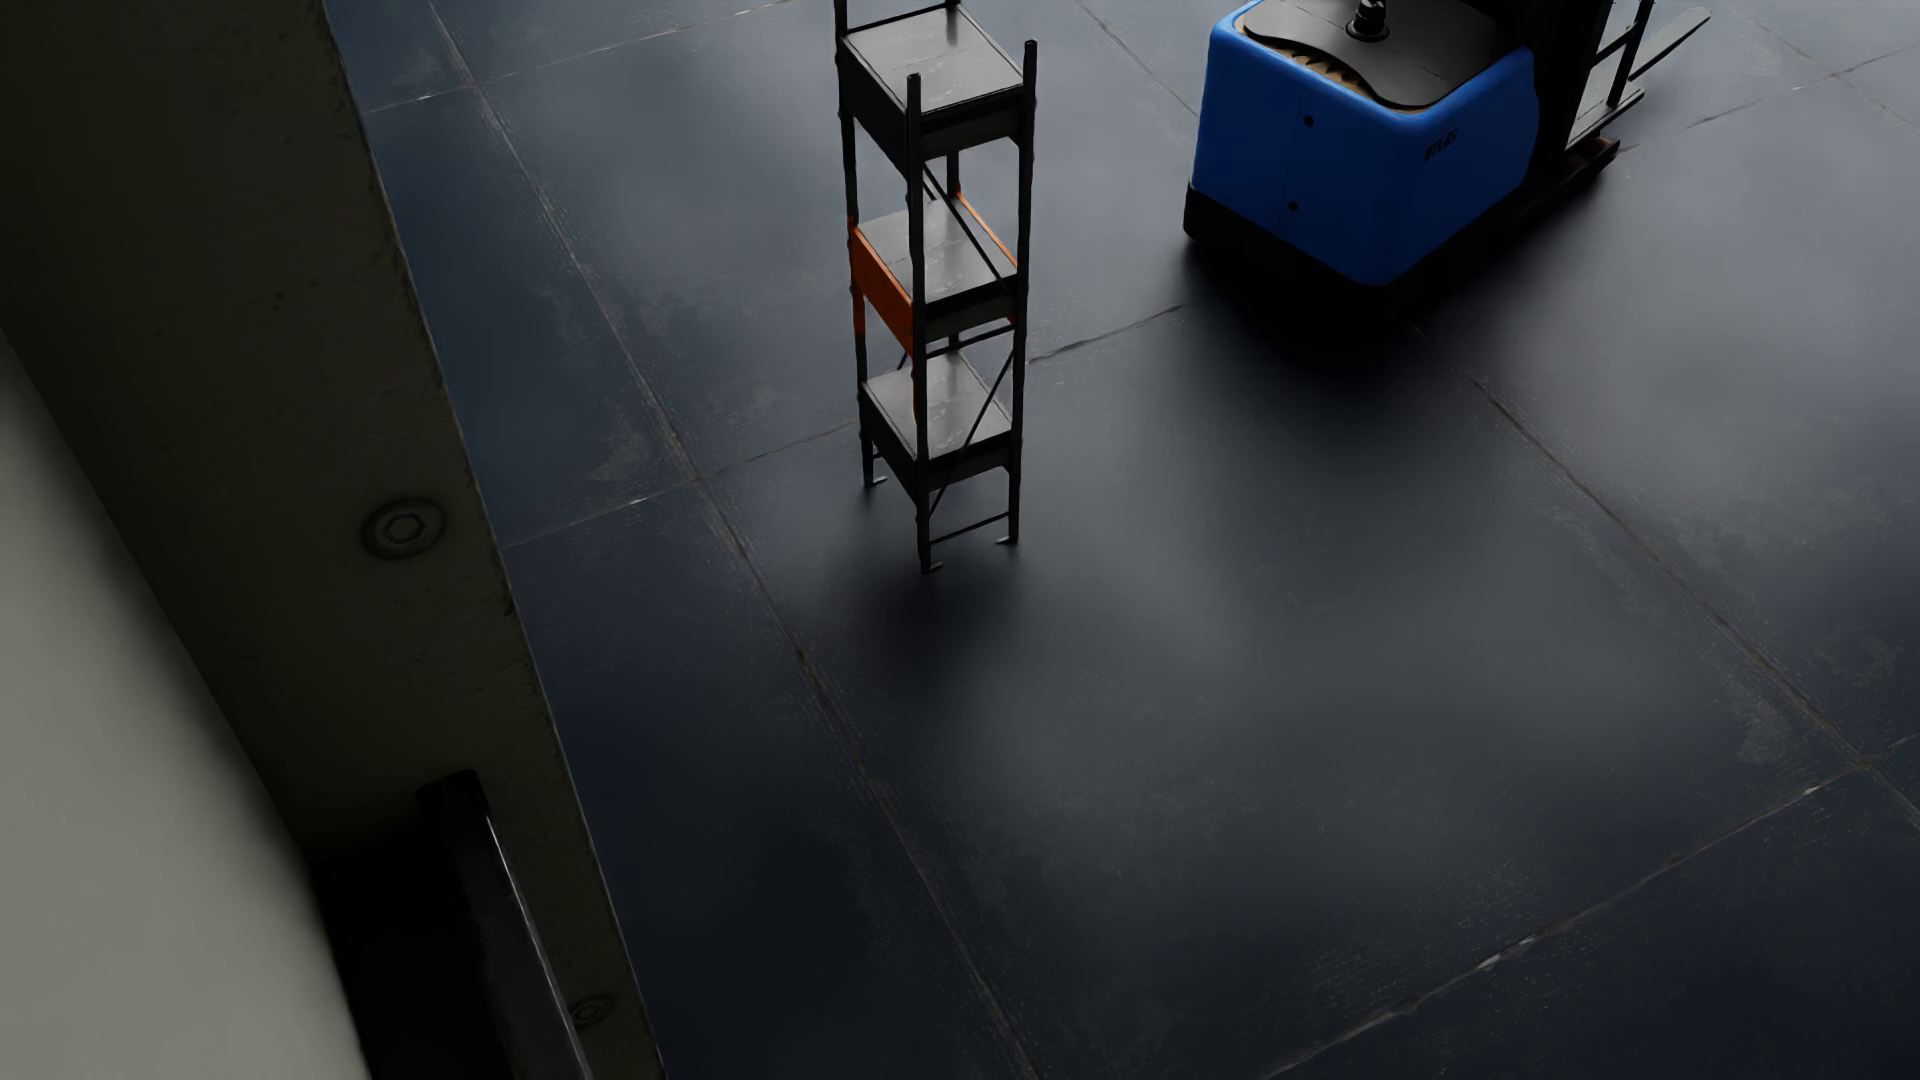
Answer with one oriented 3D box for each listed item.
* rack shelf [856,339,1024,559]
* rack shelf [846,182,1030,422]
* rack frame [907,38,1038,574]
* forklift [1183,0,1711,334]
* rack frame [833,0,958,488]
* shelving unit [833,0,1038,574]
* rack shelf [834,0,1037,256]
[{"bbox_3d":[-0.076,-0.332,6.057,0.431,0.518,0.480,-21,52,-18],"label":"rack shelf"},{"bbox_3d":[-0.076,-0.793,5.530,0.431,0.518,0.480,-21,52,-18],"label":"rack shelf"},{"bbox_3d":[0.036,-0.639,5.377,0.400,2.100,0.015,-21,52,-18],"label":"rack frame"},{"bbox_3d":[2.388,-2.810,6.724,3.031,2.935,1.130,-36,58,-27],"label":"forklift"},{"bbox_3d":[-0.187,-0.965,5.663,0.400,2.100,0.015,-21,52,-18],"label":"rack frame"},{"bbox_3d":[-0.076,-0.802,5.520,0.431,2.100,0.503,-21,52,-18],"label":"shelving unit"},{"bbox_3d":[-0.076,-1.254,5.004,0.431,0.518,0.480,-21,52,-18],"label":"rack shelf"}]
